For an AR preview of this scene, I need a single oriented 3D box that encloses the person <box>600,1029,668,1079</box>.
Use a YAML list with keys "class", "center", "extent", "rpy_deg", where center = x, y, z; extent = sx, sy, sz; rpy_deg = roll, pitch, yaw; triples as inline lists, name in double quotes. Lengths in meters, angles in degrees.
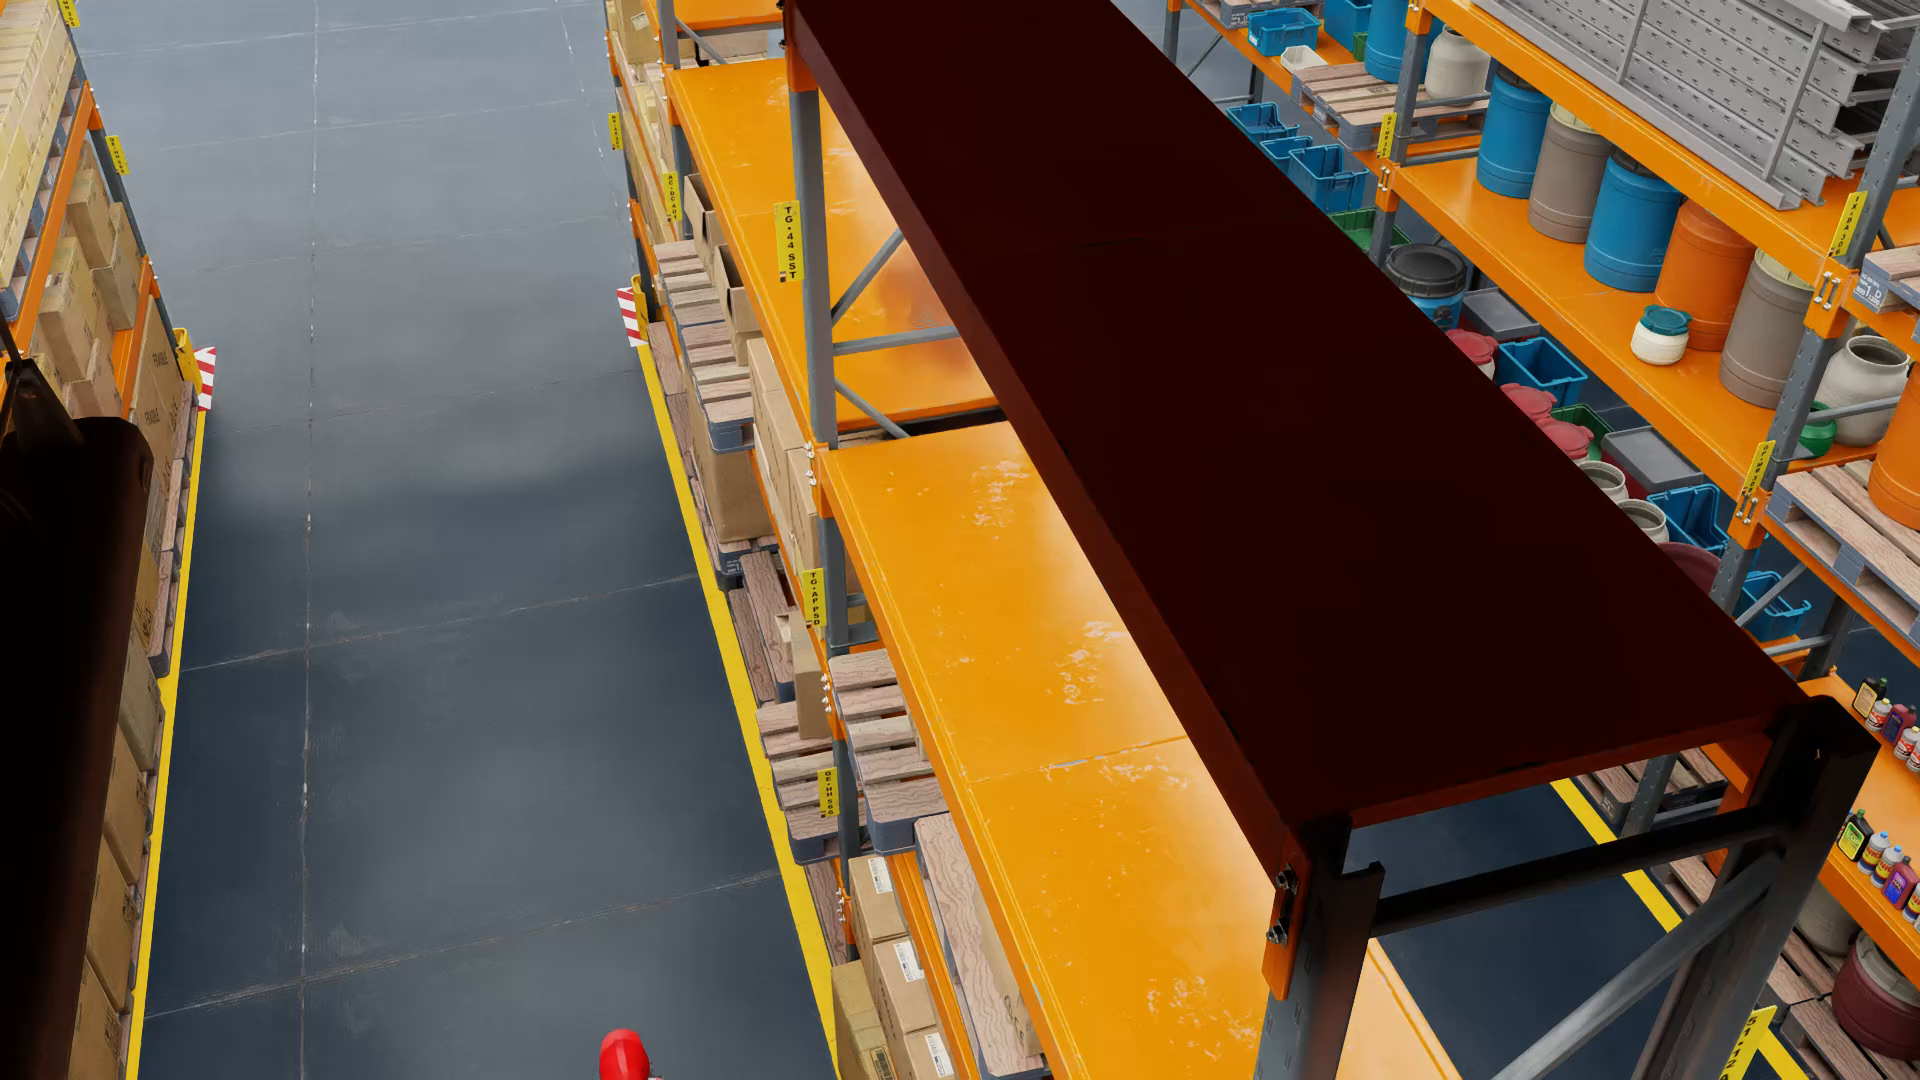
- class: "person"
  center: [-1.393, 2.801, 7.426]
  extent: [0.655, 1.777, 0.792]
  rpy_deg: [-10, 40, -13]
